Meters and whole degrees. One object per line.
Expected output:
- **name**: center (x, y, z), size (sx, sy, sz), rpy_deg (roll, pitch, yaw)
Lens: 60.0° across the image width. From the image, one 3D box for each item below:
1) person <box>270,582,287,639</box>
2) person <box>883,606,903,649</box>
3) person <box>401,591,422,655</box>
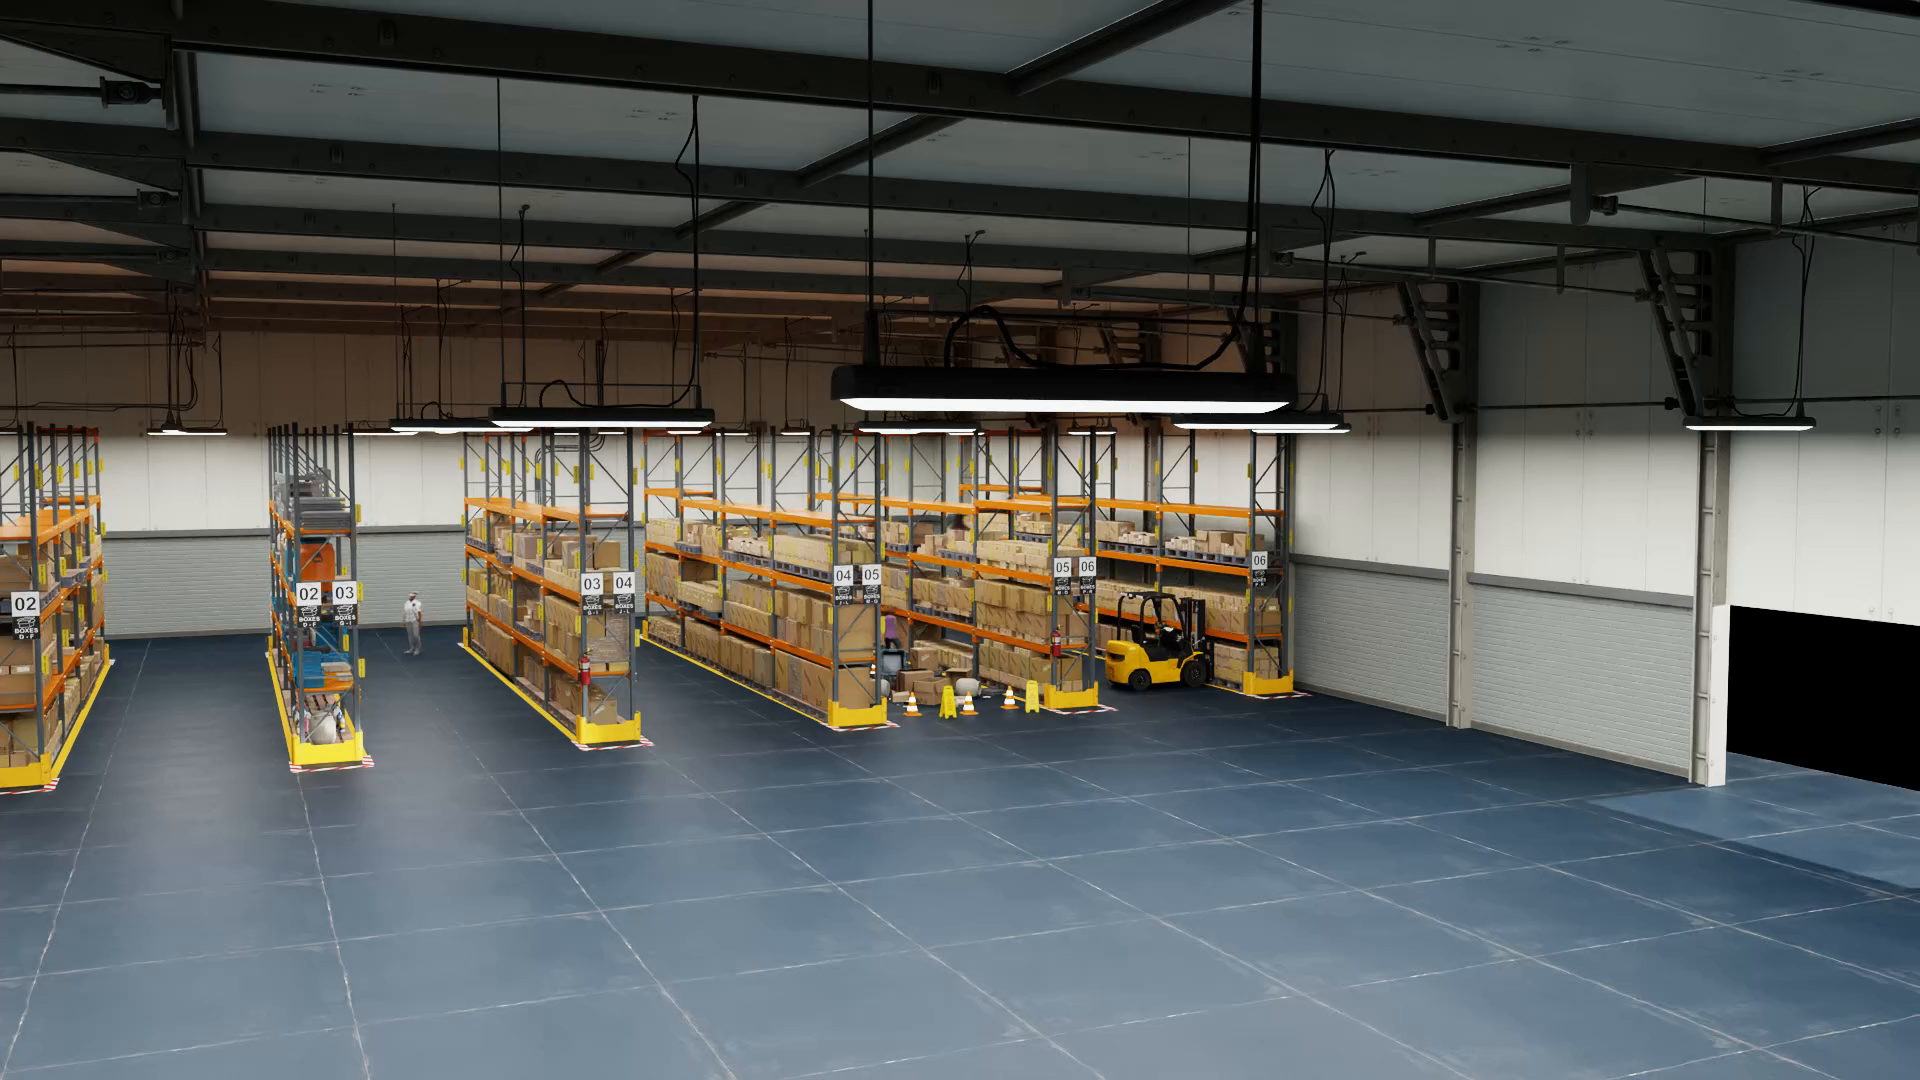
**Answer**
- **person**: center (-18.813, 2.048, 46.035), size (0.527, 1.843, 0.529), rpy_deg (-2, 4, -34)
- **person**: center (-1.721, 2.440, 40.866), size (0.550, 1.562, 0.405), rpy_deg (3, 4, 37)
- **person**: center (-14.592, 2.204, 44.151), size (0.532, 1.704, 0.489), rpy_deg (1, 4, 11)
